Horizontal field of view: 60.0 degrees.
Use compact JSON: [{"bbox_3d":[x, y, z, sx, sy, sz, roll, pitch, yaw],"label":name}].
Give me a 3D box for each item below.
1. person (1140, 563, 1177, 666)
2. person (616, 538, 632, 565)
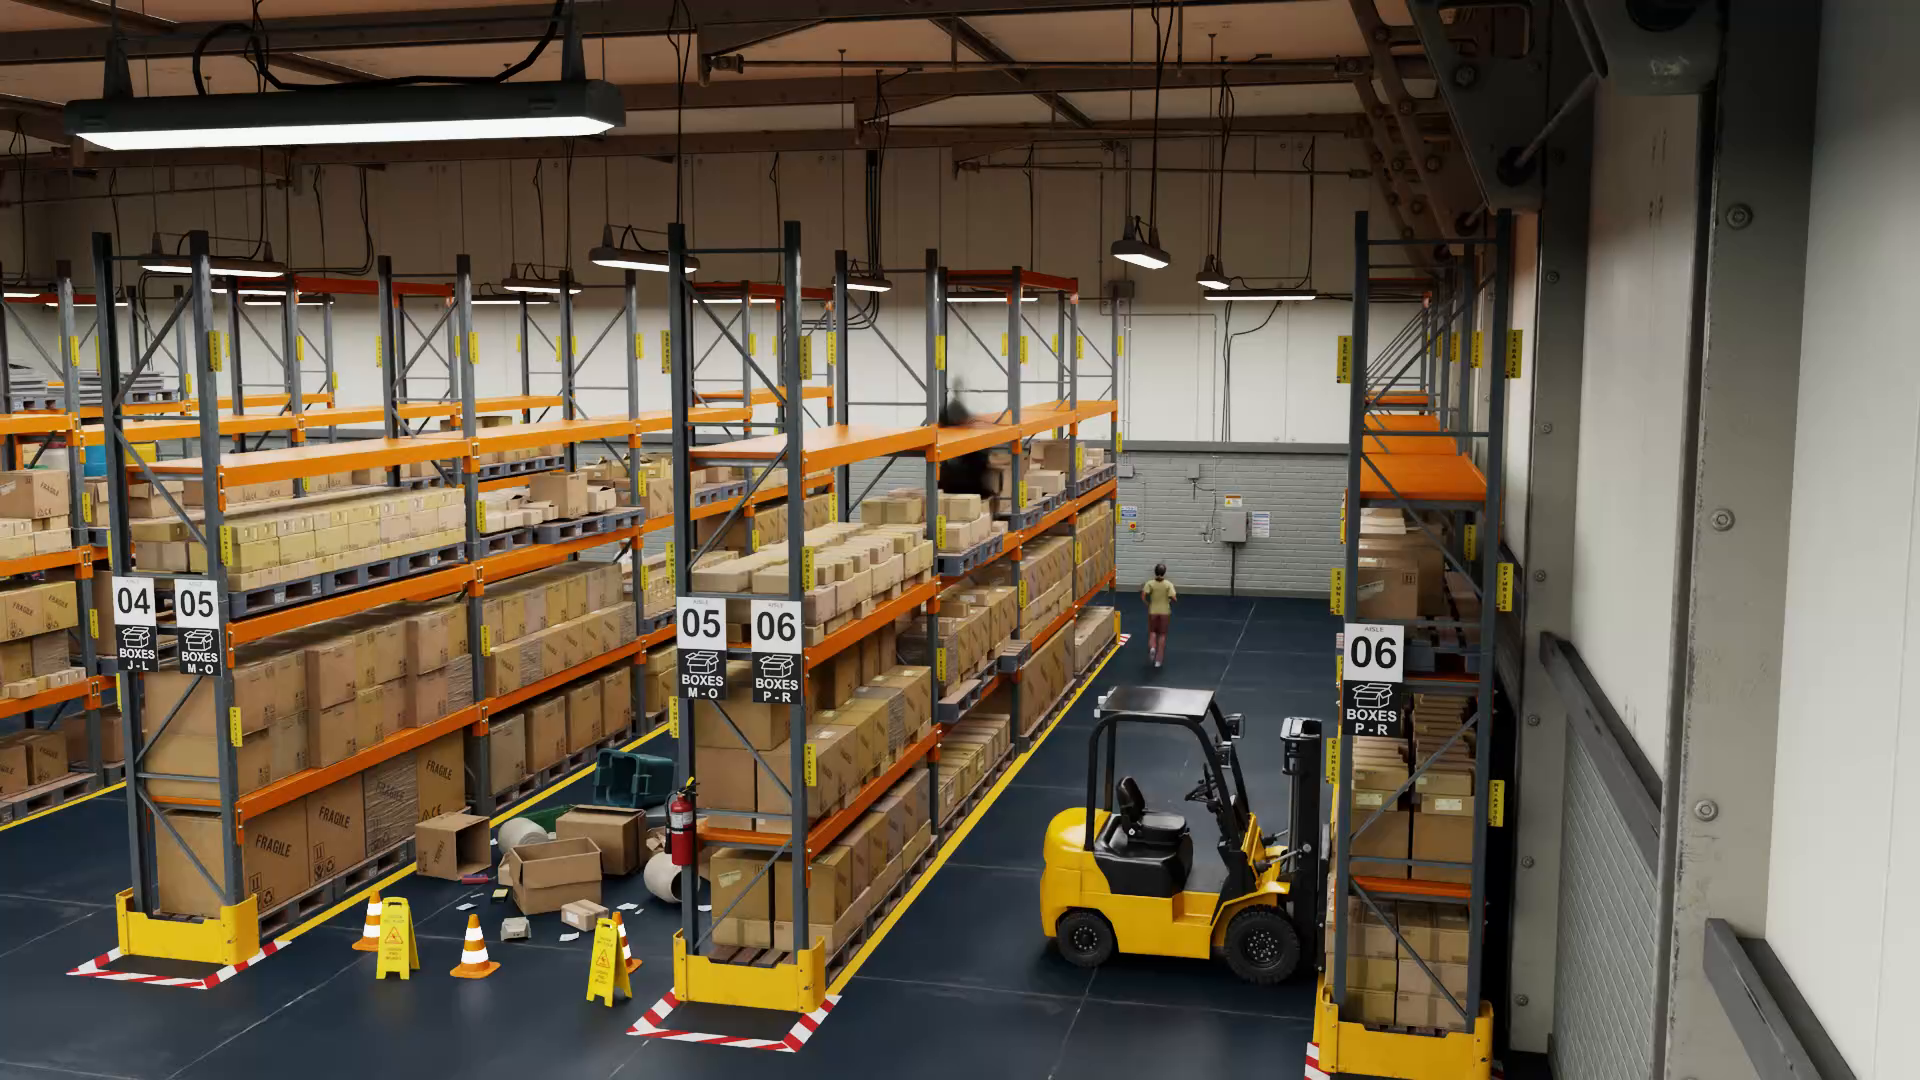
[{"bbox_3d":[3.132,1.163,26.189,0.573,1.625,0.542,1,7,12],"label":"person"},{"bbox_3d":[-5.926,0.752,29.707,0.595,1.606,0.522,2,7,14],"label":"person"}]
